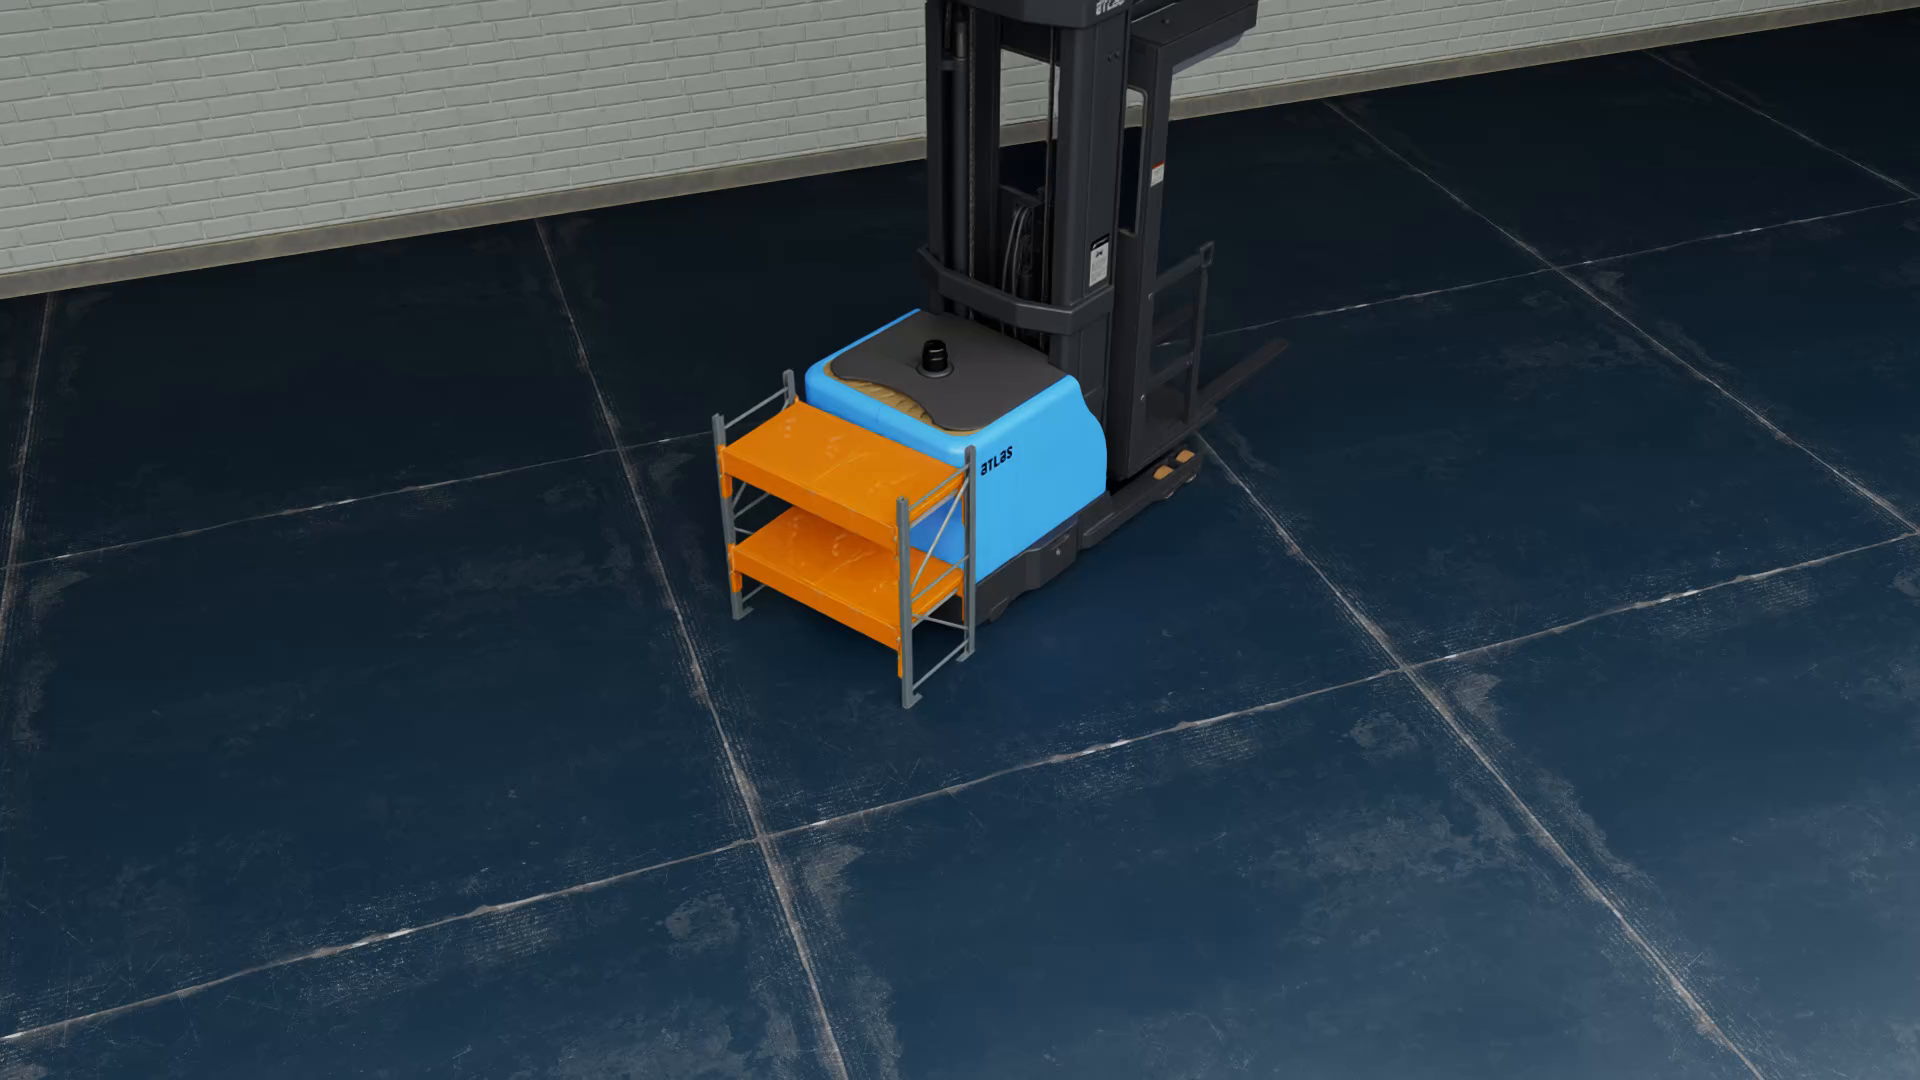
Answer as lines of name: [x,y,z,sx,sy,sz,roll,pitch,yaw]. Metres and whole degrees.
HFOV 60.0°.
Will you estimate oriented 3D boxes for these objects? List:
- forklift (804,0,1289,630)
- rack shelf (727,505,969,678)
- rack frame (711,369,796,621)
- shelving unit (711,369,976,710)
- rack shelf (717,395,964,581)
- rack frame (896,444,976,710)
forklift: [0.623,-1.567,7.954,1.130,2.935,3.031,28,45,32]
rack shelf: [-0.500,0.185,7.536,1.000,0.278,0.538,24,43,29]
rack frame: [-0.906,-0.194,7.633,0.032,1.125,0.500,24,43,29]
shelving unit: [-0.500,-0.010,7.389,1.048,1.125,0.538,24,43,29]
rack shelf: [-0.500,-0.244,7.213,1.000,0.278,0.538,24,43,29]
rack frame: [-0.093,0.173,7.145,0.032,1.125,0.500,24,43,29]
